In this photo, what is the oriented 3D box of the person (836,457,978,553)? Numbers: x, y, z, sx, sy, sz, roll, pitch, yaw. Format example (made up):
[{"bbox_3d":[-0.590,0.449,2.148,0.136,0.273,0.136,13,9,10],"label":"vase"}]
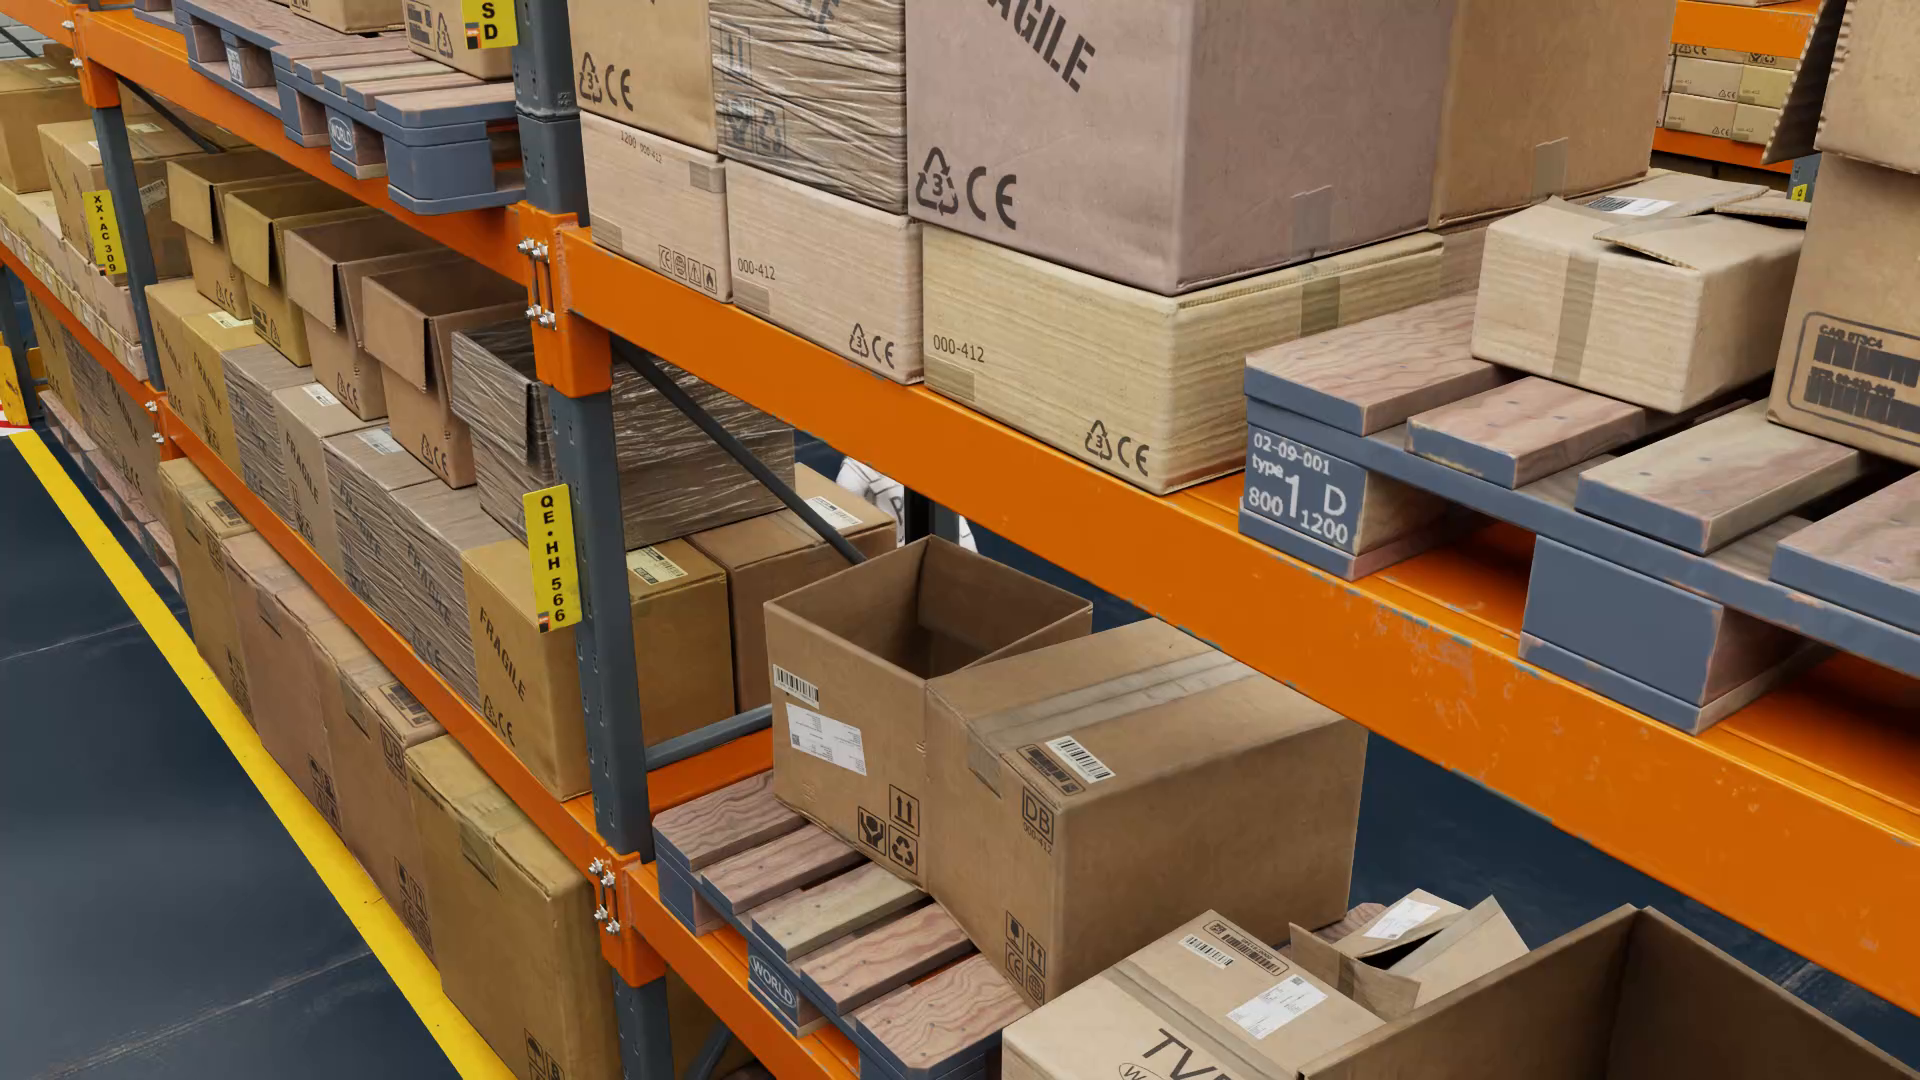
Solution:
[{"bbox_3d":[-0.267,0.134,6.637,0.535,1.406,0.709,-18,30,-34],"label":"person"}]
